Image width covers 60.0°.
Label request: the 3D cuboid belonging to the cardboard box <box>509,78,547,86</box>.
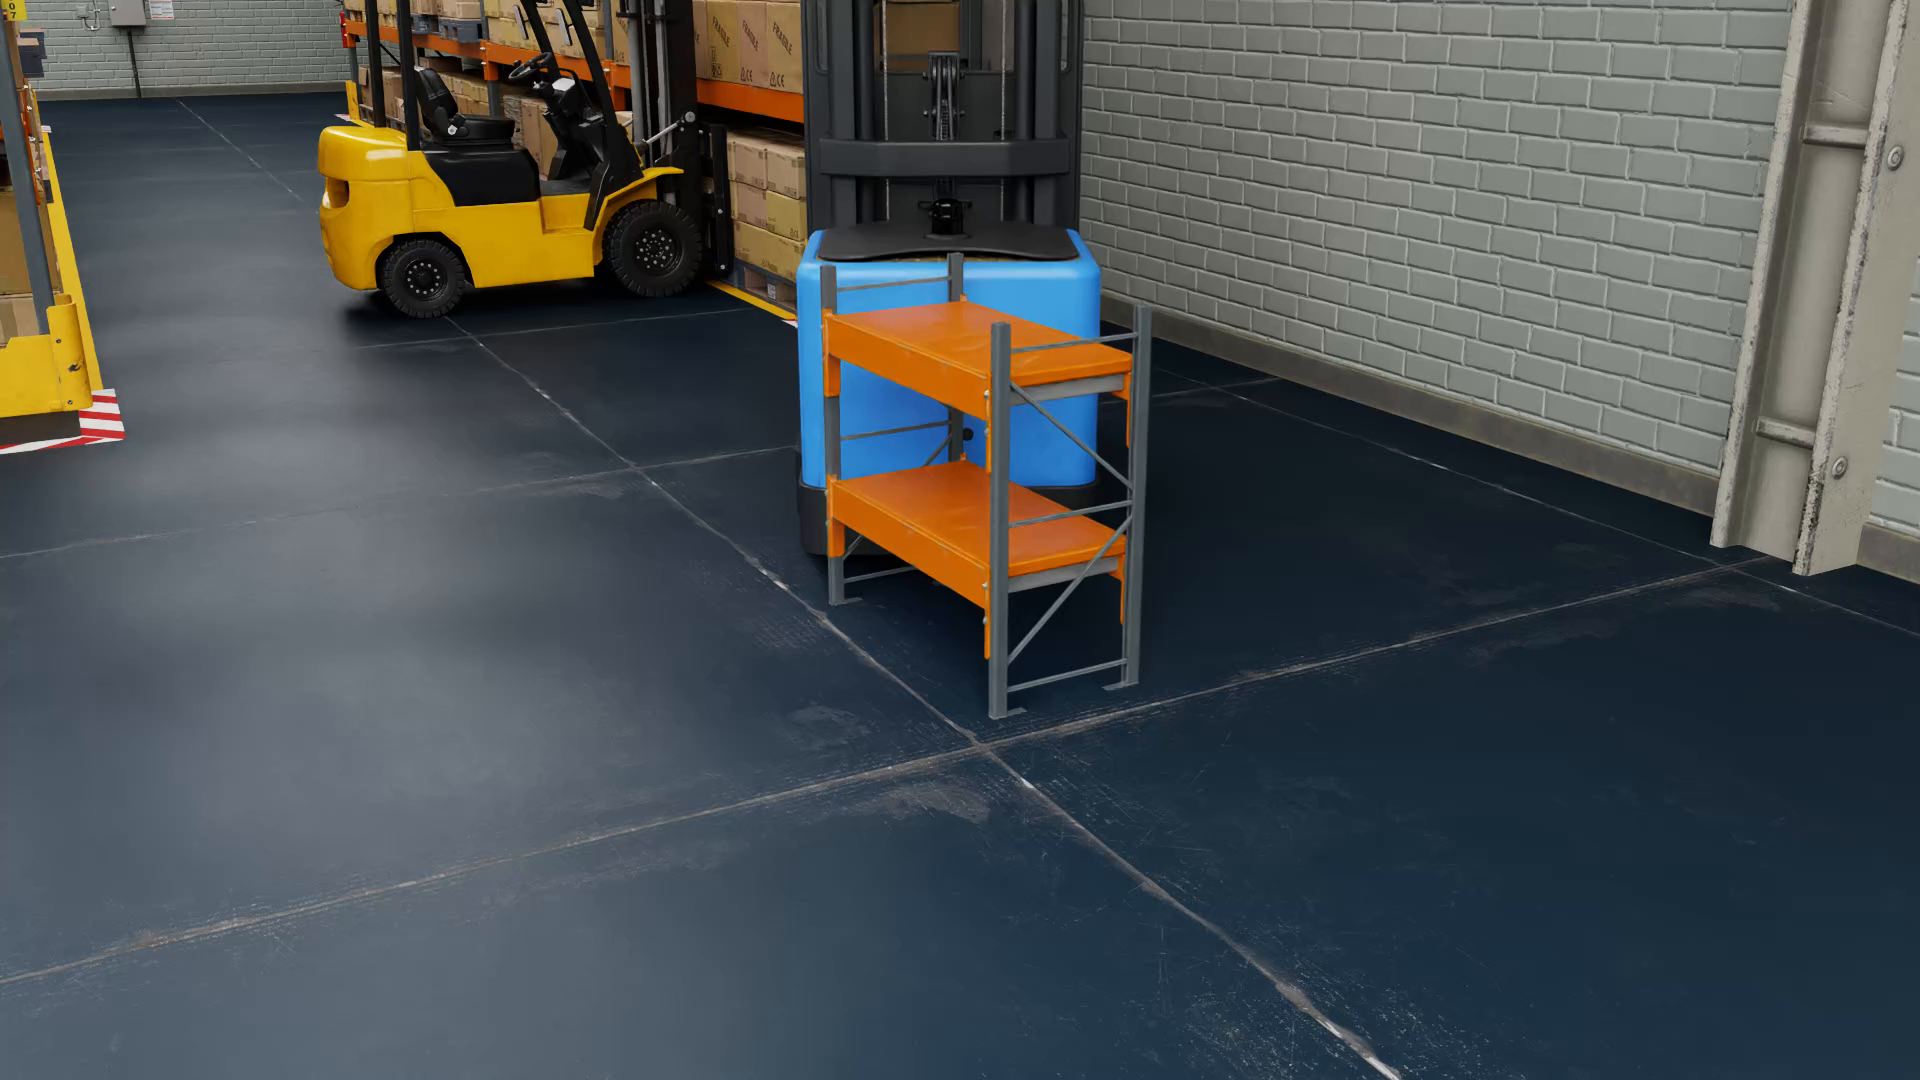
[{"bbox_3d":[-4.617,-4.873,17.848,0.380,0.149,0.250,-10,22,-28],"label":"cardboard box"}]

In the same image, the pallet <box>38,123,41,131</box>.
[{"bbox_3d":[-11.280,-4.693,19.408,1.003,0.211,1.213,-10,21,-27],"label":"pallet"}]

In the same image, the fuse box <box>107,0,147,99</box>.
[{"bbox_3d":[-13.084,-7.868,26.310,0.539,1.711,0.414,-10,21,-27],"label":"fuse box"}]

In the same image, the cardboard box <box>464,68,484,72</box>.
[{"bbox_3d":[-5.610,-5.463,19.558,0.380,0.149,0.250,-11,22,-29],"label":"cardboard box"}]

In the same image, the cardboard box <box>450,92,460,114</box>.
[{"bbox_3d":[-5.271,-4.598,18.047,0.500,0.500,0.500,-11,22,-29],"label":"cardboard box"}]

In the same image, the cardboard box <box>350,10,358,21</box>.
[{"bbox_3d":[-8.023,-7.093,22.473,0.380,0.149,0.250,-10,21,-27],"label":"cardboard box"}]

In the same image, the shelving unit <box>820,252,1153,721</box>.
[{"bbox_3d":[0.046,-0.212,5.021,0.538,1.125,1.048,-11,22,-29],"label":"shelving unit"}]

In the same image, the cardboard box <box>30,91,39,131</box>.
[{"bbox_3d":[-11.034,-4.871,18.934,0.875,0.438,0.875,-11,22,-28],"label":"cardboard box"}]

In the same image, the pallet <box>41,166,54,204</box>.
[{"bbox_3d":[-8.813,-3.202,15.086,1.003,0.211,1.213,-10,21,-27],"label":"pallet"}]

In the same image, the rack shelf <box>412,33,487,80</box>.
[{"bbox_3d":[-5.089,-5.286,17.954,1.077,0.370,4.000,-10,21,-27],"label":"rack shelf"}]

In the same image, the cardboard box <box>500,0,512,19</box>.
[{"bbox_3d":[-3.906,-4.908,15.220,0.500,0.250,0.500,-9,21,-25],"label":"cardboard box"}]

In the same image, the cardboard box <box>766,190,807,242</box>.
[{"bbox_3d":[-0.846,-1.982,10.081,0.500,0.250,0.500,-10,22,-27],"label":"cardboard box"}]

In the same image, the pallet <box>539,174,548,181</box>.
[{"bbox_3d":[-3.207,-3.142,14.912,1.003,0.211,1.213,-10,21,-27],"label":"pallet"}]

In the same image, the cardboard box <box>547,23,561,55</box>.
[{"bbox_3d":[-3.161,-4.228,14.014,0.500,0.250,0.500,-10,21,-26],"label":"cardboard box"}]

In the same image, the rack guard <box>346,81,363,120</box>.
[{"bbox_3d":[-7.902,-6.145,23.173,1.175,0.500,0.348,-10,21,-27],"label":"rack guard"}]

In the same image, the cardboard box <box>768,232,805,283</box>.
[{"bbox_3d":[-0.841,-1.740,10.147,0.500,0.250,0.500,-10,21,-26],"label":"cardboard box"}]

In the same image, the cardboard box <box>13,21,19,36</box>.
[{"bbox_3d":[-7.185,-3.799,12.285,0.380,0.149,0.250,-9,21,-25],"label":"cardboard box"}]

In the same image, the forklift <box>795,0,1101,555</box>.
[{"bbox_3d":[-0.074,-1.762,6.744,1.130,2.935,3.031,-1,19,-1],"label":"forklift"}]

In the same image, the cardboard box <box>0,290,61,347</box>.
[{"bbox_3d":[-4.846,-1.158,8.462,0.500,0.250,0.500,-10,21,-27],"label":"cardboard box"}]

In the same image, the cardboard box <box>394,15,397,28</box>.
[{"bbox_3d":[-6.555,-6.205,19.901,0.380,0.149,0.250,-9,21,-25],"label":"cardboard box"}]

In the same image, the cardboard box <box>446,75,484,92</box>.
[{"bbox_3d":[-5.427,-5.014,18.258,0.380,0.149,0.250,-9,21,-25],"label":"cardboard box"}]

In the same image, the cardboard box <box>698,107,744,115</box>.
[{"bbox_3d":[-1.836,-3.164,12.740,0.500,0.250,0.500,-10,21,-26],"label":"cardboard box"}]

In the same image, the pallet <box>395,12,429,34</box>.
[{"bbox_3d":[-5.755,-5.863,18.818,1.003,0.211,1.213,-10,21,-27],"label":"pallet"}]

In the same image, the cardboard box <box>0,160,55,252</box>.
[{"bbox_3d":[-5.341,-1.814,9.213,0.500,0.500,0.500,-10,21,-26],"label":"cardboard box"}]

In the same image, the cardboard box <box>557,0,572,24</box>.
[{"bbox_3d":[-2.948,-4.317,13.507,0.500,0.250,0.500,-11,22,-28],"label":"cardboard box"}]

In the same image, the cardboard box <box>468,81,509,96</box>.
[{"bbox_3d":[-4.925,-4.717,17.396,0.380,0.149,0.250,-9,21,-25],"label":"cardboard box"}]

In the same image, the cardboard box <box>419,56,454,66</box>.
[{"bbox_3d":[-6.049,-5.529,19.295,0.380,0.149,0.250,-10,22,-28],"label":"cardboard box"}]

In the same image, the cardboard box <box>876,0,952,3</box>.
[{"bbox_3d":[-0.273,-3.247,9.794,0.380,0.149,0.250,-11,22,-28],"label":"cardboard box"}]

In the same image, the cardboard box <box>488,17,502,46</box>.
[{"bbox_3d":[-4.143,-4.816,15.719,0.500,0.250,0.500,-10,21,-26],"label":"cardboard box"}]

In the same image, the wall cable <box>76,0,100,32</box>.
[{"bbox_3d":[-13.760,-8.897,25.758,0.588,1.984,0.122,-10,21,-27],"label":"wall cable"}]

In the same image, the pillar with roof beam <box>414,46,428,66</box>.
[{"bbox_3d":[-12.213,-10.431,22.565,9.100,9.000,0.400,-10,21,-27],"label":"pillar with roof beam"}]

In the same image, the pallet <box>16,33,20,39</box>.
[{"bbox_3d":[-7.529,-3.629,12.345,1.003,0.211,1.213,-10,21,-27],"label":"pallet"}]

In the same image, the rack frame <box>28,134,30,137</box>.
[{"bbox_3d":[-6.606,-3.134,10.614,1.000,3.000,0.127,-10,21,-27],"label":"rack frame"}]

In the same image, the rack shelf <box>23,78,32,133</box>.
[{"bbox_3d":[-7.556,-3.368,12.395,1.077,0.370,4.000,-10,21,-27],"label":"rack shelf"}]

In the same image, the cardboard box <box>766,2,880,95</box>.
[{"bbox_3d":[-0.805,-2.903,9.793,0.500,0.500,0.500,-11,22,-28],"label":"cardboard box"}]

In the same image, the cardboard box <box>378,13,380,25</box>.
[{"bbox_3d":[-7.129,-6.579,20.985,0.380,0.149,0.250,-10,21,-27],"label":"cardboard box"}]

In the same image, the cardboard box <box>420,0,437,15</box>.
[{"bbox_3d":[-5.387,-5.898,17.829,0.700,0.500,0.500,-10,21,-27],"label":"cardboard box"}]

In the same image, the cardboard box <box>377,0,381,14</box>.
[{"bbox_3d":[-6.971,-6.665,20.622,0.500,0.250,0.500,-10,21,-27],"label":"cardboard box"}]

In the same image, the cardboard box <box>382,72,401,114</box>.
[{"bbox_3d":[-7.196,-5.756,21.403,0.500,0.500,0.500,-10,21,-26],"label":"cardboard box"}]

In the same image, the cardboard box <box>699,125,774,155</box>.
[{"bbox_3d":[-1.563,-2.646,11.240,0.500,0.250,0.500,-10,22,-28],"label":"cardboard box"}]

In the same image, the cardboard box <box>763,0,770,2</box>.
[{"bbox_3d":[-0.968,-3.318,10.001,0.380,0.149,0.250,-10,21,-26],"label":"cardboard box"}]

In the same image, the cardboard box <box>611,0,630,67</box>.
[{"bbox_3d":[-2.258,-3.783,12.343,0.500,0.500,0.500,-11,22,-28],"label":"cardboard box"}]

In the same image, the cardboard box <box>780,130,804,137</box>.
[{"bbox_3d":[-0.870,-2.582,11.054,0.500,0.250,0.500,-10,21,-27],"label":"cardboard box"}]

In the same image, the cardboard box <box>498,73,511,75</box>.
[{"bbox_3d":[-5.129,-5.163,18.688,0.380,0.149,0.250,-9,21,-25],"label":"cardboard box"}]

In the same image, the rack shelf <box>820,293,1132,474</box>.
[{"bbox_3d":[0.046,-0.489,4.926,0.538,0.278,1.000,-11,22,-29],"label":"rack shelf"}]

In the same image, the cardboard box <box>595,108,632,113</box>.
[{"bbox_3d":[-2.859,-3.352,14.242,0.875,0.625,0.625,-10,22,-27],"label":"cardboard box"}]

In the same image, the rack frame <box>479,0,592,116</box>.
[{"bbox_3d":[-4.139,-5.052,16.173,1.000,3.000,0.127,-10,21,-27],"label":"rack frame"}]

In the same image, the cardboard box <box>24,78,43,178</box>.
[{"bbox_3d":[-8.760,-3.687,14.832,0.875,0.875,0.875,-10,22,-27],"label":"cardboard box"}]
